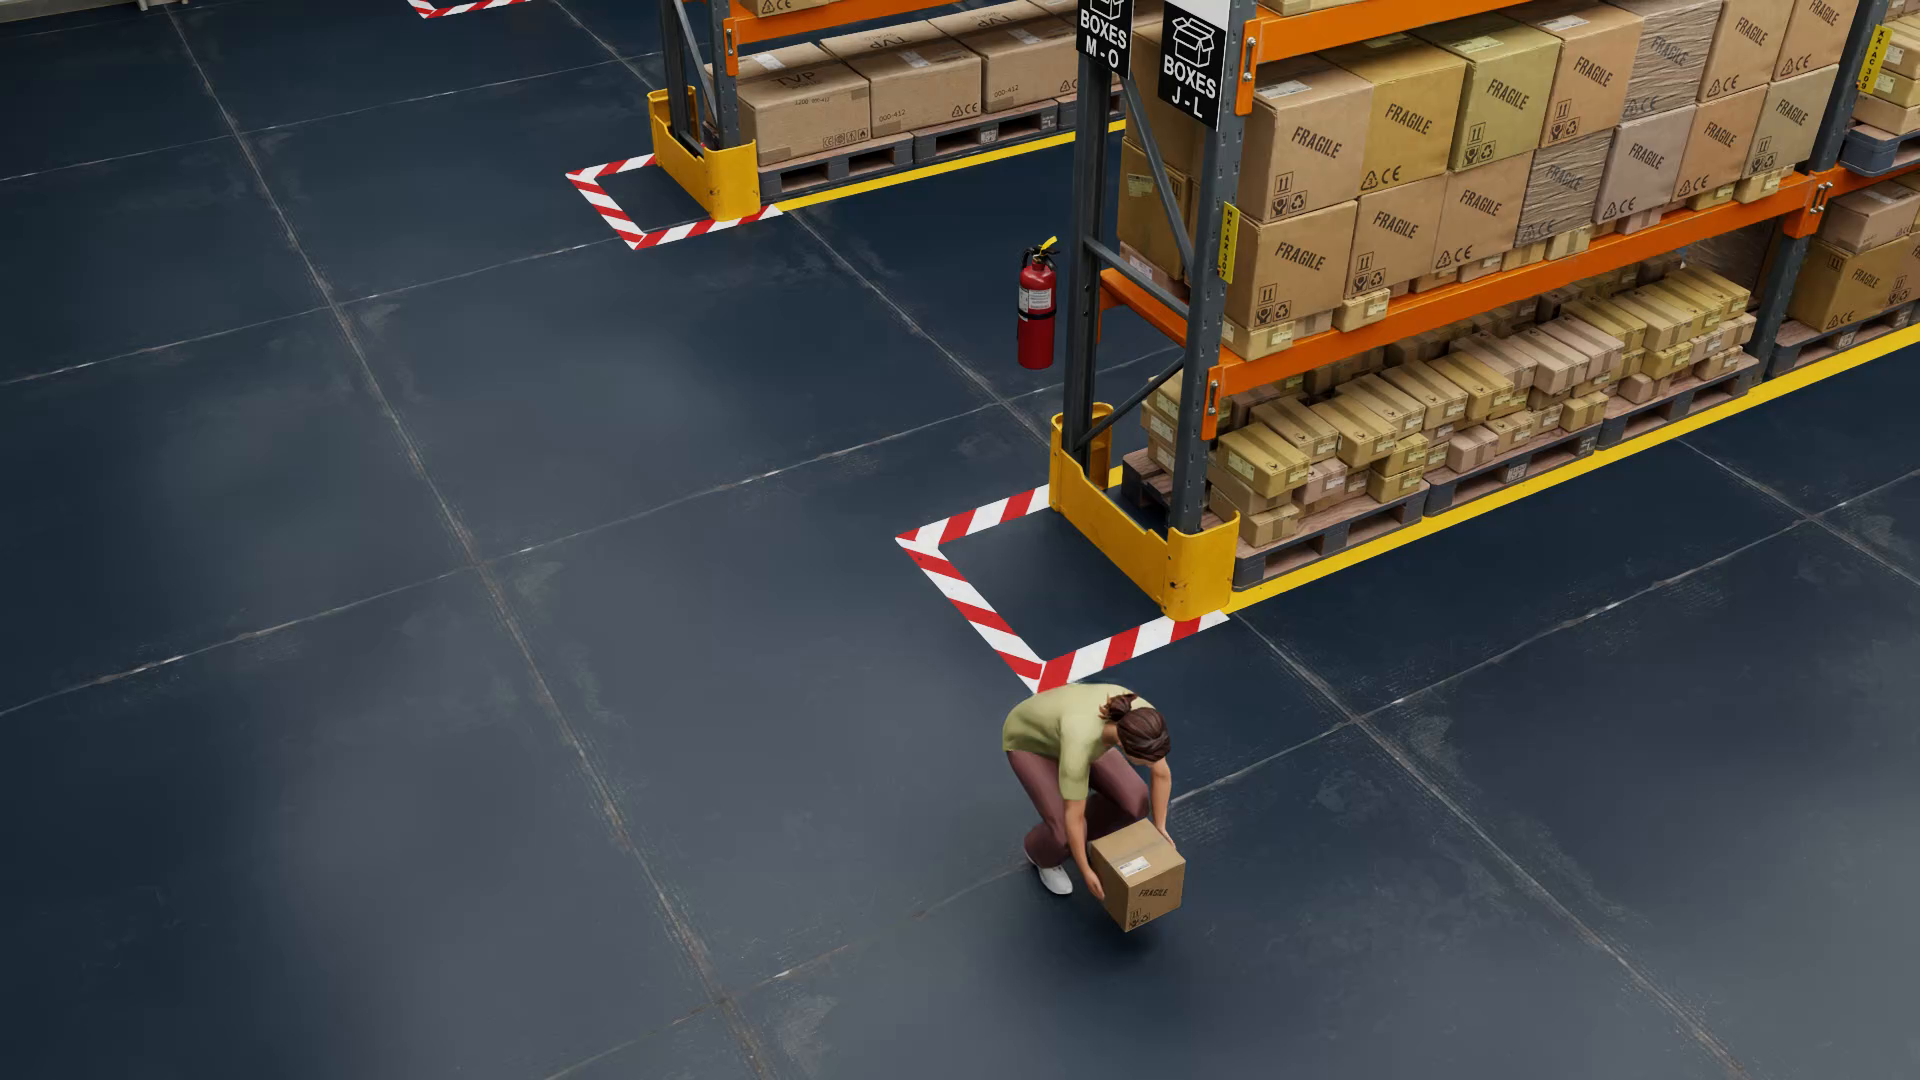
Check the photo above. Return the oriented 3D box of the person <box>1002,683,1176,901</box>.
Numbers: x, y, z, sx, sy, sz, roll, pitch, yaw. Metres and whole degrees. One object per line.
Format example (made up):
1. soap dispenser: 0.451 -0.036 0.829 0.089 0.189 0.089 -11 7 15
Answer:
1. person: 0.494 0.881 6.298 0.490 1.028 0.764 -19 41 -24
